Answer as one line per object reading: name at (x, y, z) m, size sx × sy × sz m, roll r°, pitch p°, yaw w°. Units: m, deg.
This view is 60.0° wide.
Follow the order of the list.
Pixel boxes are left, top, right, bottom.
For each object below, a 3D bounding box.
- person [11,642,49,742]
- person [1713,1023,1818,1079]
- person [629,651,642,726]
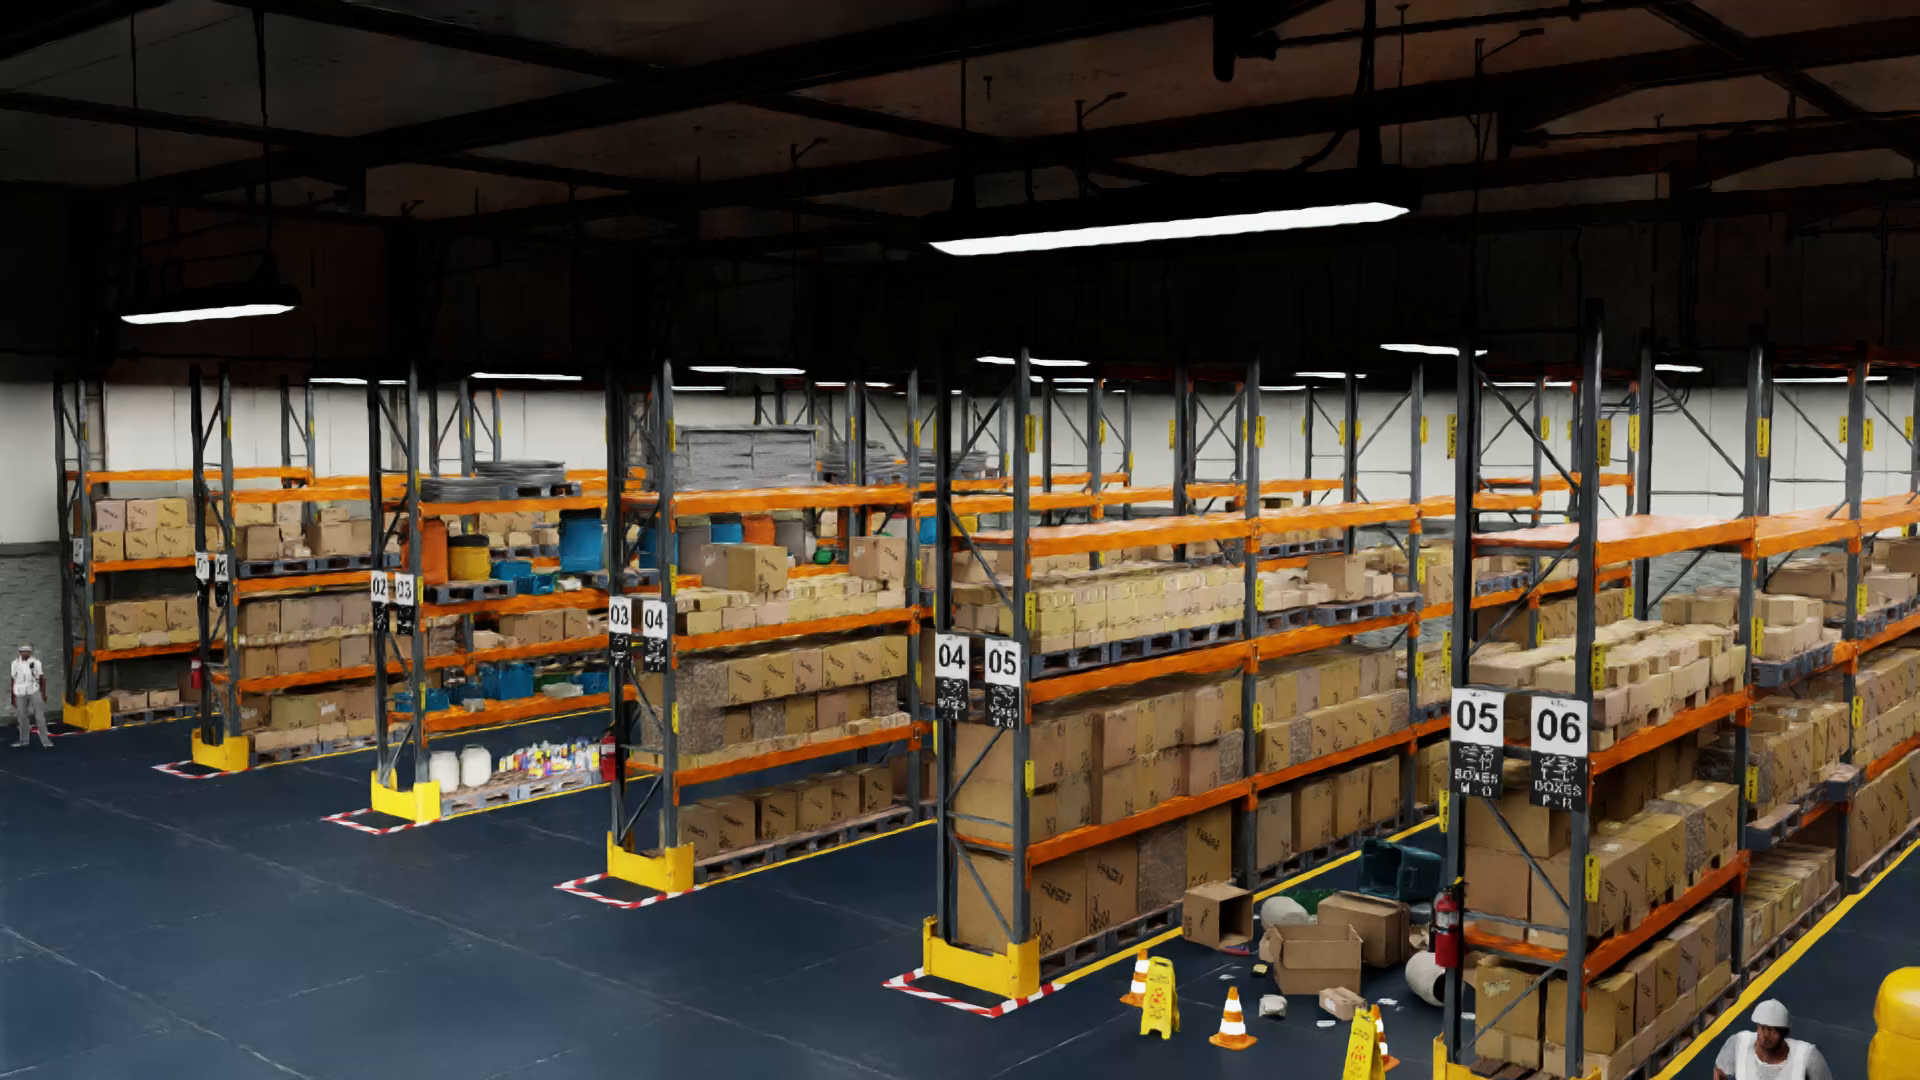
person at (-14.665, 2.391, 26.234) m, size 0.524 × 1.606 × 0.444 m, roll -1°, pitch 4°, yaw -17°
person at (4.864, 3.227, 9.964) m, size 0.702 × 0.947 × 0.444 m, roll 3°, pitch 5°, yaw 39°
person at (-5.025, 2.394, 26.330) m, size 0.863 × 1.614 × 0.571 m, roll -3°, pitch 5°, yaw -40°
